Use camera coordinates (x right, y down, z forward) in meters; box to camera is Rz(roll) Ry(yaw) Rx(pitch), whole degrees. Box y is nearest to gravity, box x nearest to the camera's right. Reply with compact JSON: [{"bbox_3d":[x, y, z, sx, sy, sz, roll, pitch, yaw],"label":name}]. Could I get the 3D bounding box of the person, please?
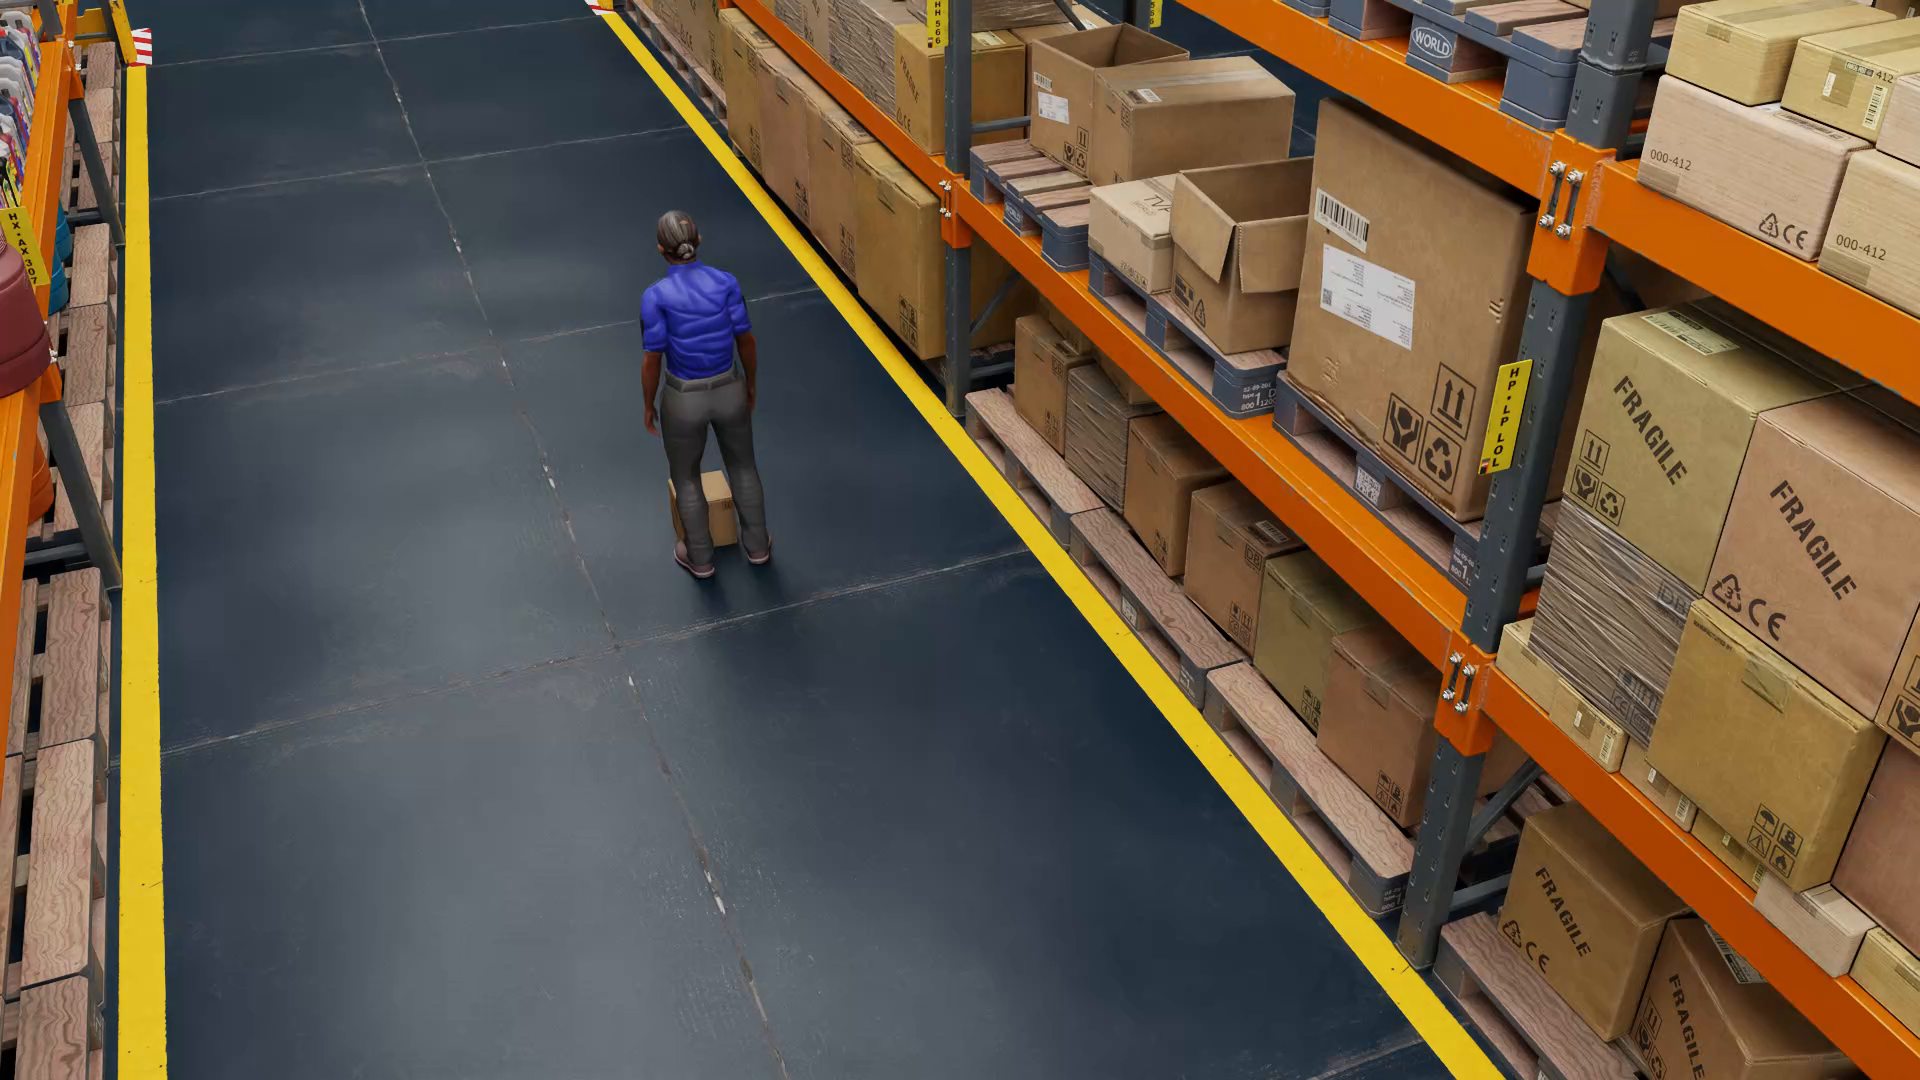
[{"bbox_3d":[-1.093,-0.625,7.019,0.503,1.585,0.349,-14,36,-20],"label":"person"}]
